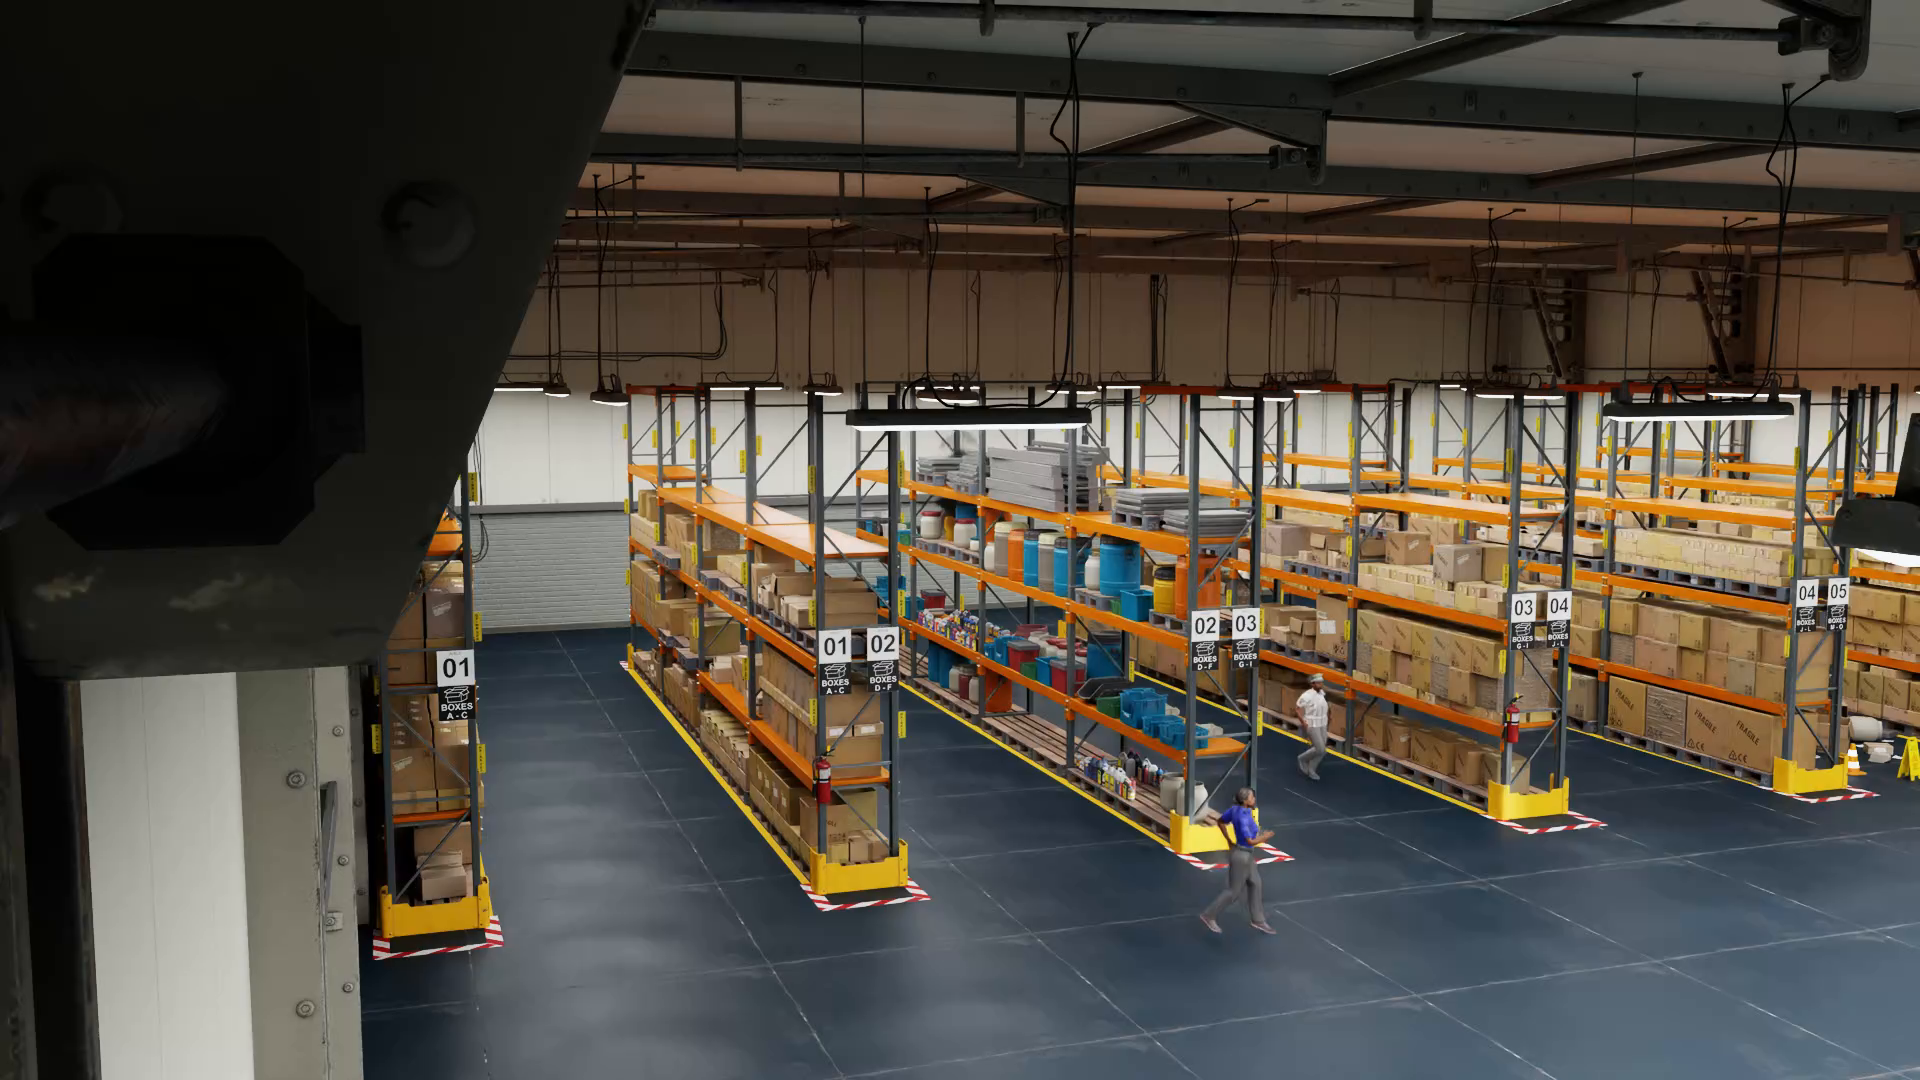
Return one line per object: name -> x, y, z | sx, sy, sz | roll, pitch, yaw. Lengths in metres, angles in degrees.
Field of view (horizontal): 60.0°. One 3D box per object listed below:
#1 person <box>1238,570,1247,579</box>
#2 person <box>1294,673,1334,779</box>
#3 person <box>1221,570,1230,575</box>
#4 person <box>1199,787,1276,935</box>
person -> 6.795, 1.305, 40.965 | 0.774, 1.632, 0.738 | -2, 6, -22
person -> 5.502, 2.868, 25.584 | 0.574, 1.660, 0.548 | -4, 7, -32
person -> 6.089, 1.502, 38.891 | 0.693, 1.630, 0.963 | -1, 6, -7
person -> 3.109, 3.580, 18.529 | 0.870, 1.685, 0.595 | 0, 6, 3
